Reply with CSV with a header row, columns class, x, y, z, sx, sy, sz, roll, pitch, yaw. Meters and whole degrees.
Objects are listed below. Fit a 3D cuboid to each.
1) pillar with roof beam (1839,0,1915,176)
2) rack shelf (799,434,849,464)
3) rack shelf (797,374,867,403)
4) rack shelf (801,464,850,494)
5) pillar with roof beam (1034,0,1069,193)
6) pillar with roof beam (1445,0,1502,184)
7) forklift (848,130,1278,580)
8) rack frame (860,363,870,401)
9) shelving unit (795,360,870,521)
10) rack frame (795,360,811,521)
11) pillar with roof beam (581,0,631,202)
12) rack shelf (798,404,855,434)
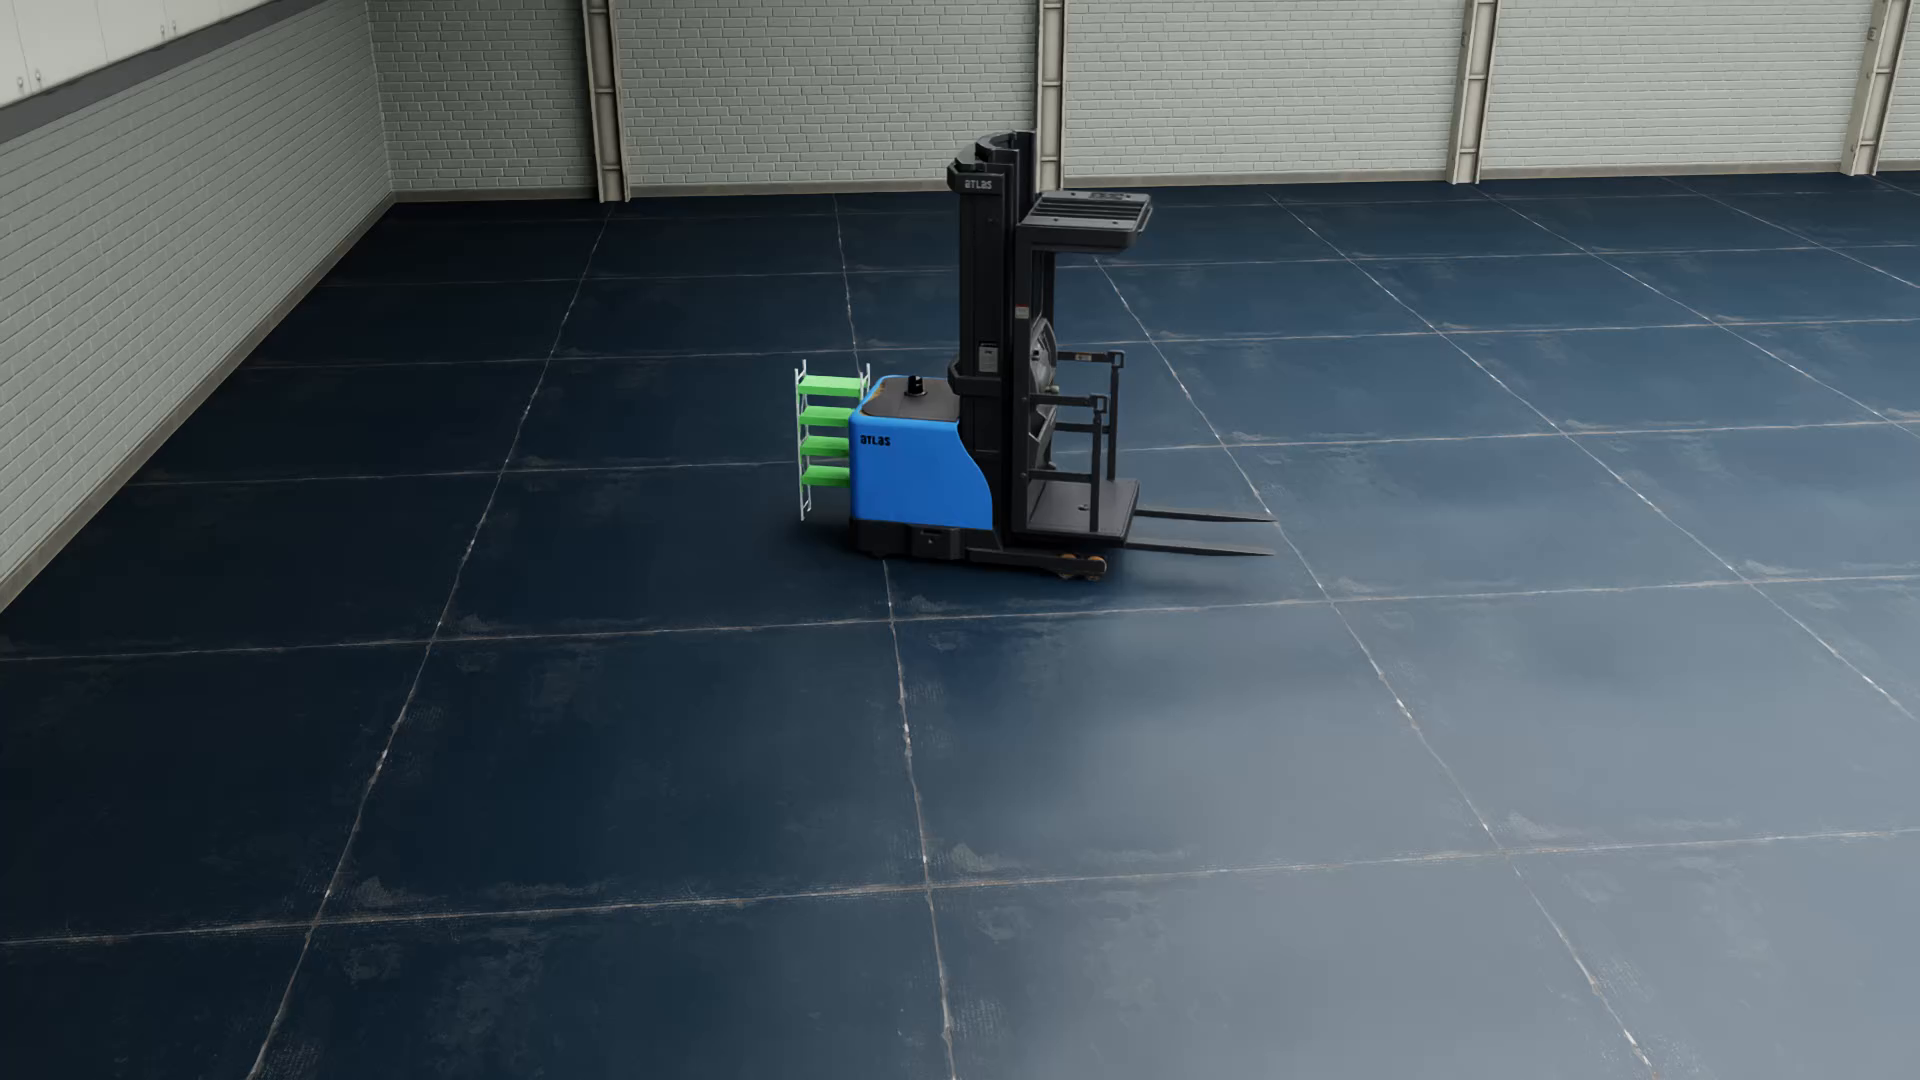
class,x,y,z,sx,sy,sz,roll,pitch,yaw
pillar with roof beam,13.603,-7.761,18.693,0.400,9.000,9.100,-2,24,-5
rack shelf,-0.940,-0.668,12.493,0.480,0.148,0.258,4,24,9
rack shelf,-0.939,-1.107,12.298,0.480,0.148,0.258,4,24,9
rack shelf,-0.940,-0.449,12.591,0.480,0.148,0.258,4,24,9
pillar with roof beam,1.661,-7.282,17.615,0.400,9.000,9.100,-2,24,-5
pillar with roof beam,7.632,-7.522,18.154,0.400,9.000,9.100,-2,24,-5
forklift,0.771,-1.292,11.608,3.031,2.935,1.130,5,24,11
rack frame,-0.699,-0.709,12.428,0.015,1.200,0.240,4,24,9
shelving unit,-0.939,-0.727,12.467,0.503,1.200,0.258,4,24,9
rack frame,-1.180,-0.745,12.507,0.015,1.200,0.240,4,24,9
pillar with roof beam,-4.310,-7.043,17.076,0.400,9.000,9.100,-2,24,-5
rack shelf,-0.939,-0.888,12.396,0.480,0.148,0.258,4,24,9
